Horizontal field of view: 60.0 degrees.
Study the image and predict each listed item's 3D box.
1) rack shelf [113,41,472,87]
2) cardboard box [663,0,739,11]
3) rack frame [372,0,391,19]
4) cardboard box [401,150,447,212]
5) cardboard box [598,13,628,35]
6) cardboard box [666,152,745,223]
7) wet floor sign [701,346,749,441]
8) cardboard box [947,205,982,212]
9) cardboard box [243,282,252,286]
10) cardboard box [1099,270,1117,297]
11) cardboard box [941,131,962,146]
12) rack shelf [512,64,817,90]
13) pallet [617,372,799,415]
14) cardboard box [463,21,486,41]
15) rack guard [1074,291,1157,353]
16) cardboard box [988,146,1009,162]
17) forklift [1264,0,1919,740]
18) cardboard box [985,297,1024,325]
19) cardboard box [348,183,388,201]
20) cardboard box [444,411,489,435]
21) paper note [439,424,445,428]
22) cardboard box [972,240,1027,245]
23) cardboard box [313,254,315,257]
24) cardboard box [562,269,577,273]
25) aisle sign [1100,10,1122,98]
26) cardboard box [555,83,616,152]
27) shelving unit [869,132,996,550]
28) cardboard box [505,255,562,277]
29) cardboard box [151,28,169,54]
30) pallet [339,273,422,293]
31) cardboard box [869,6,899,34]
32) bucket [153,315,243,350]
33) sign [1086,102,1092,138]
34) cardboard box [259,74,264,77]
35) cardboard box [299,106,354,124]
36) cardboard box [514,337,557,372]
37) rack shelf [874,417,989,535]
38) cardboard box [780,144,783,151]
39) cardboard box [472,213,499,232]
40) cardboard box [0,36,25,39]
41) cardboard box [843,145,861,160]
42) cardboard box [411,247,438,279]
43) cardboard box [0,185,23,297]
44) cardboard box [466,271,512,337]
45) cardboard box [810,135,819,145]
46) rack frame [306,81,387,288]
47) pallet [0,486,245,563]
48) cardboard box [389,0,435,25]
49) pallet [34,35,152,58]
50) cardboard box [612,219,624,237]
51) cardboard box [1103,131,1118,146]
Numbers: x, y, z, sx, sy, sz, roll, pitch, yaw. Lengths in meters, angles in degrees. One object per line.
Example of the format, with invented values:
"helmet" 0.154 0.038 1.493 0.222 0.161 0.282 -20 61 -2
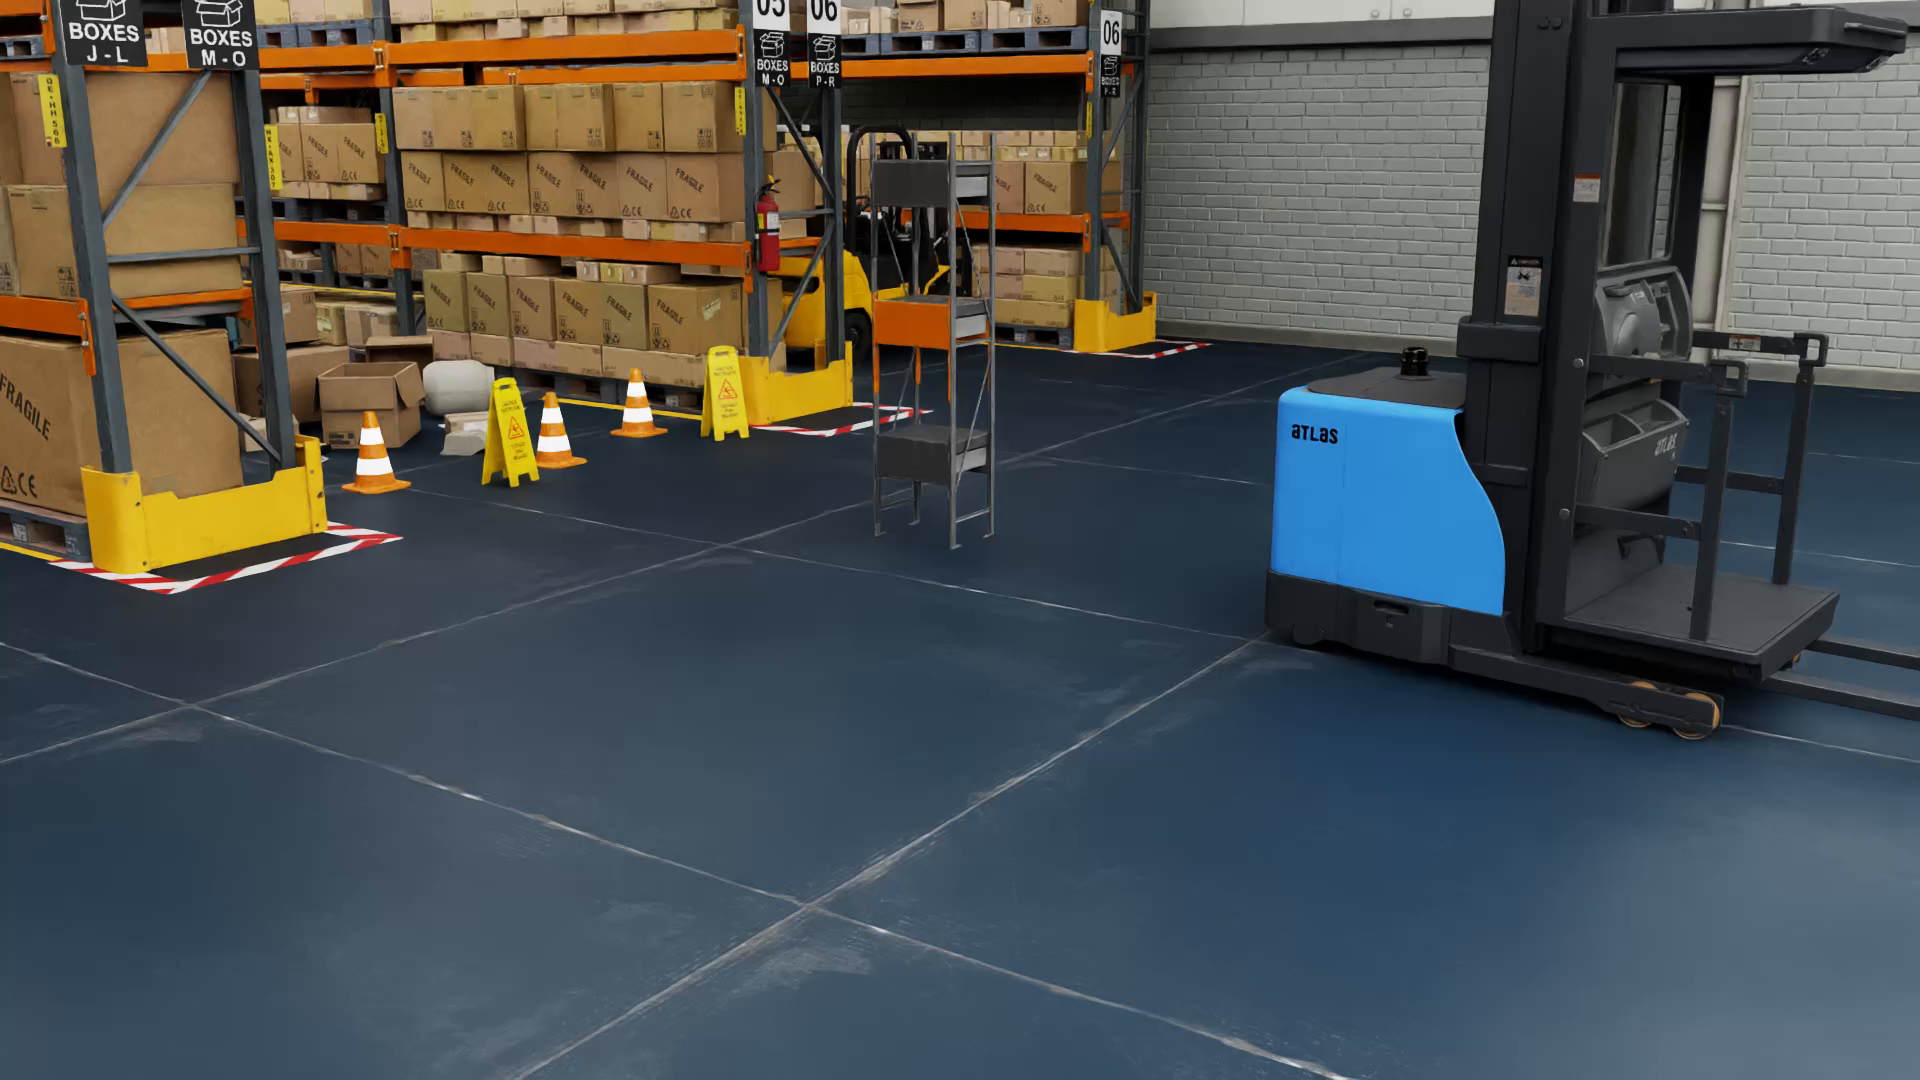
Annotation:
"rack shelf" -6.204 -4.336 15.351 4.000 0.370 1.077 9 17 33
"cardboard box" -1.801 -3.967 12.057 0.500 0.250 0.500 9 16 32
"rack frame" -4.545 -5.873 13.821 0.127 3.000 1.000 9 17 33
"cardboard box" -4.335 -3.039 14.031 0.500 0.500 0.500 9 17 33
"cardboard box" -2.510 -3.891 12.580 0.250 0.149 0.380 9 17 32
"cardboard box" -1.830 -2.635 12.399 0.500 0.500 0.500 9 16 32
"wet floor sign" -1.665 -1.043 11.693 0.267 0.644 0.232 -10 17 -35
"cardboard box" 0.136 -3.617 16.984 0.500 0.500 0.500 9 16 32
"cardboard box" -7.401 -2.348 16.660 0.625 0.372 0.950 8 16 29
"cardboard box" 1.267 -2.631 17.017 0.500 0.250 0.500 10 17 34
"cardboard box" 0.012 -4.080 16.884 0.250 0.149 0.380 10 17 34
"rack shelf" -3.437 -5.326 19.351 4.000 0.370 1.077 9 17 33
"pallet" -1.943 -1.197 13.219 1.213 0.211 1.003 9 17 33
"cardboard box" -3.784 -4.105 13.445 0.250 0.149 0.380 10 17 34
"rack guard" 1.561 -2.198 16.662 0.348 0.500 1.175 9 17 33
"cardboard box" 0.488 -3.880 16.695 0.250 0.149 0.380 9 17 32
"forklift" 2.742 -0.851 6.162 3.031 2.935 1.130 12 18 39
"cardboard box" 0.568 -2.352 16.932 0.500 0.250 0.500 9 17 33
"cardboard box" -5.126 -3.057 14.578 0.250 0.149 0.380 9 17 34
"cardboard box" -3.440 -0.813 11.800 0.380 0.149 0.250 -7 15 -25
"paper note" -3.742 -0.851 12.223 0.148 0.019 0.142 -10 17 -35
"cardboard box" 0.423 -3.007 17.495 0.500 0.250 0.500 9 17 32
"cardboard box" -9.192 -4.038 23.951 0.250 0.149 0.380 9 16 32
"cardboard box" -3.057 -2.032 14.077 0.500 0.500 0.500 10 17 36
"aisle sign" 1.432 -4.609 15.790 0.004 0.787 0.394 9 17 33
"cardboard box" -2.668 -3.245 12.781 0.500 0.500 0.700 9 16 32
"shelving unit" -0.137 -1.041 8.661 0.503 2.100 0.431 9 17 33
"cardboard box" -3.483 -2.243 13.580 0.250 0.149 0.380 10 17 36
"cardboard box" -7.486 -4.778 15.918 0.258 0.266 0.396 9 17 33
"pallet" -7.720 -3.569 22.801 1.213 0.211 1.003 9 17 33
"cardboard box" -0.716 -5.335 17.086 0.258 0.266 0.396 9 16 31
"bucket" -5.824 -1.551 12.494 0.726 0.611 0.620 -10 7 -35
"sign" 1.227 -3.985 15.778 0.005 0.325 0.100 9 17 33
"cardboard box" -9.500 -6.452 22.927 0.250 0.149 0.380 9 17 33
"cardboard box" -5.633 -3.779 14.797 0.250 0.149 0.380 9 16 31
"cardboard box" -3.315 -1.557 13.719 0.500 0.250 0.500 9 16 32
"rack shelf" -0.137 -0.349 8.832 0.480 0.518 0.431 9 17 33
"cardboard box" -2.185 -4.316 18.458 0.250 0.149 0.380 10 17 35
"cardboard box" -3.801 -2.640 13.766 0.250 0.149 0.380 10 17 35
"cardboard box" -9.488 -5.384 17.007 0.500 0.500 0.500 9 17 33
"cardboard box" -1.049 -4.108 17.616 0.250 0.149 0.380 10 17 34
"cardboard box" -6.854 -3.697 21.842 0.500 0.500 0.500 8 16 31
"cardboard box" -4.706 -1.607 8.760 0.550 0.550 0.875 9 17 33
"cardboard box" -3.755 -1.992 13.914 0.500 0.500 0.500 10 17 35
"cardboard box" -1.401 -4.343 17.950 0.250 0.149 0.380 9 17 34
"rack frame" -8.416 -5.024 22.876 0.127 3.000 1.000 9 17 33
"pallet" -4.612 -0.162 9.038 1.213 0.211 1.003 9 17 33
"cardboard box" -4.333 -4.375 13.705 0.500 0.250 0.500 9 16 32
"pallet" -8.428 -4.937 16.677 1.003 0.211 1.213 10 17 35
"cardboard box" -2.493 -2.451 13.006 0.250 0.149 0.380 9 17 34
"cardboard box" 1.382 -4.010 16.603 0.250 0.149 0.380 9 16 32
